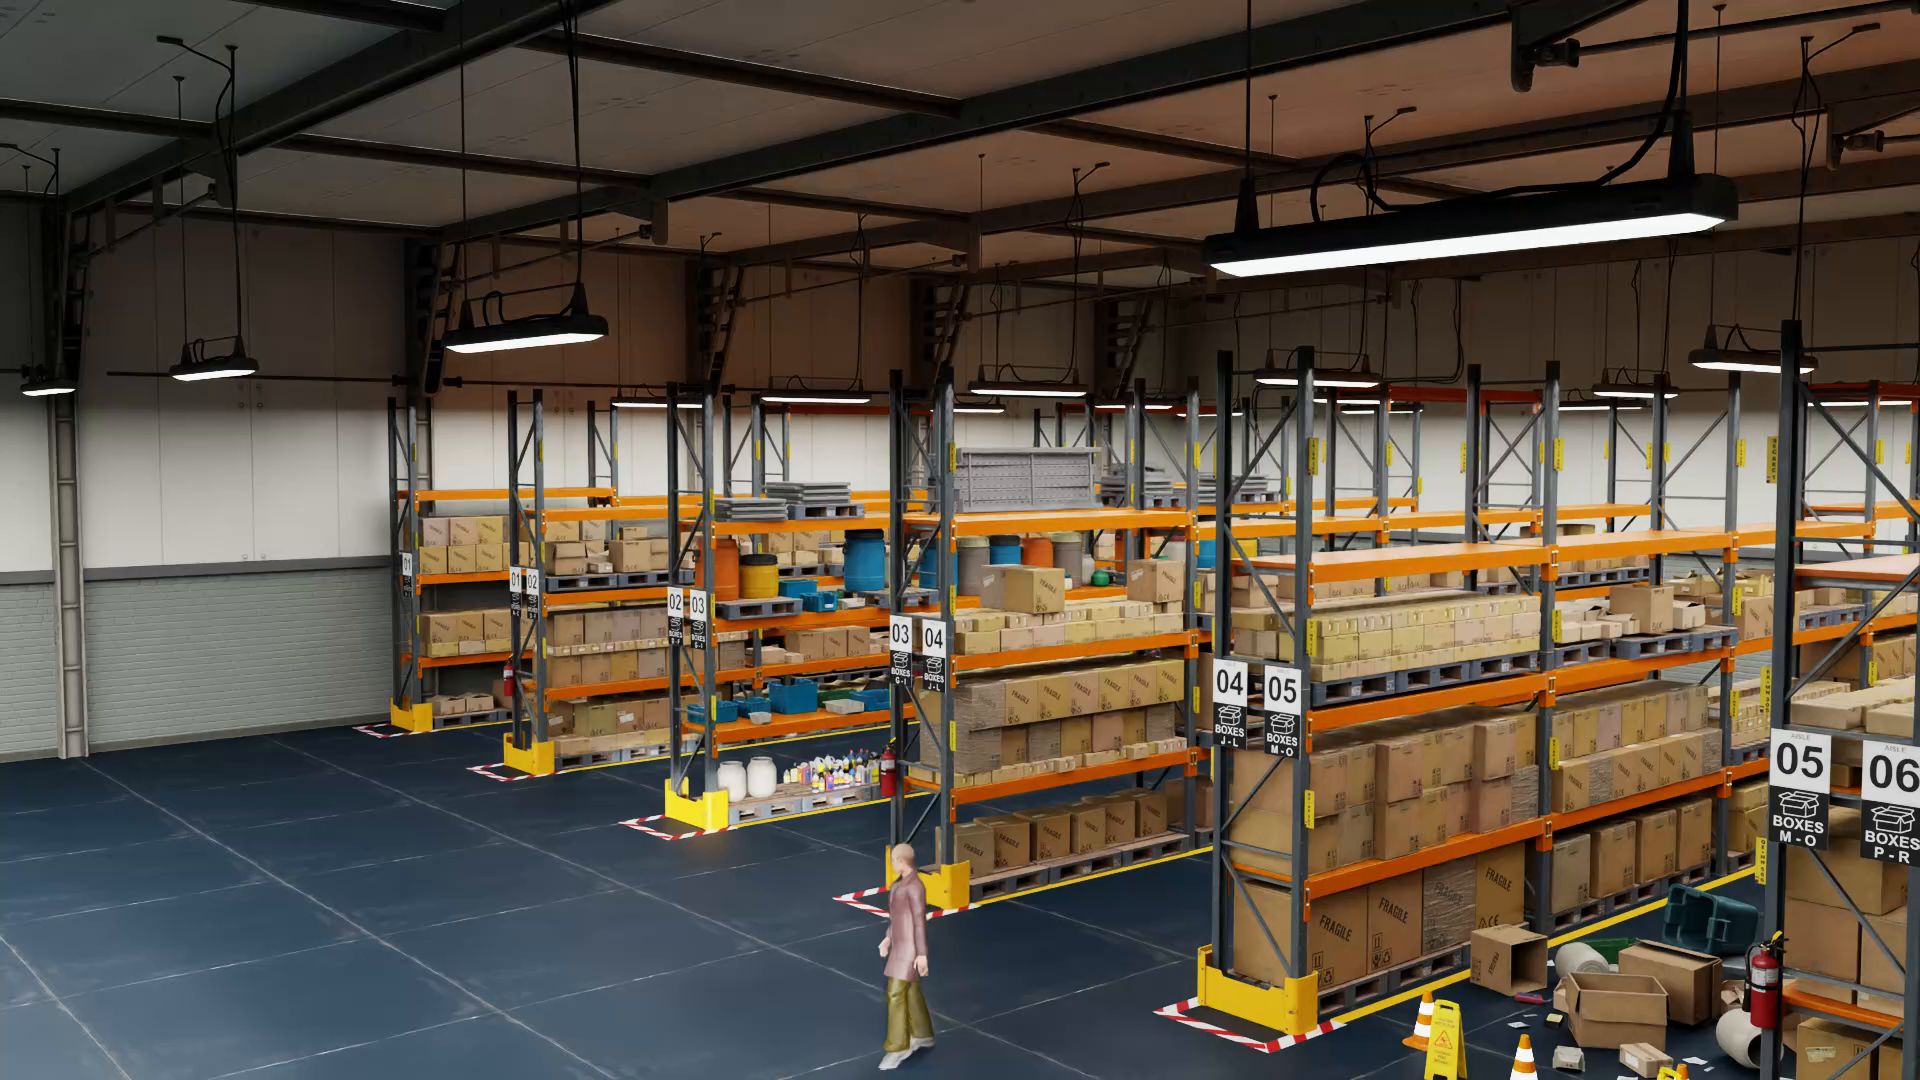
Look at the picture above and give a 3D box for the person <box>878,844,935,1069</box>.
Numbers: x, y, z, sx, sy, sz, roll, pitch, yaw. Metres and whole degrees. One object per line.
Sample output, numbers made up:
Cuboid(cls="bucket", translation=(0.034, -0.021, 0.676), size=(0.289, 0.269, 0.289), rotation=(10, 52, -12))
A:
Cuboid(cls="person", translation=(-0.471, 3.579, 14.017), size=(0.573, 1.659, 0.633), rotation=(-1, 3, -12))
